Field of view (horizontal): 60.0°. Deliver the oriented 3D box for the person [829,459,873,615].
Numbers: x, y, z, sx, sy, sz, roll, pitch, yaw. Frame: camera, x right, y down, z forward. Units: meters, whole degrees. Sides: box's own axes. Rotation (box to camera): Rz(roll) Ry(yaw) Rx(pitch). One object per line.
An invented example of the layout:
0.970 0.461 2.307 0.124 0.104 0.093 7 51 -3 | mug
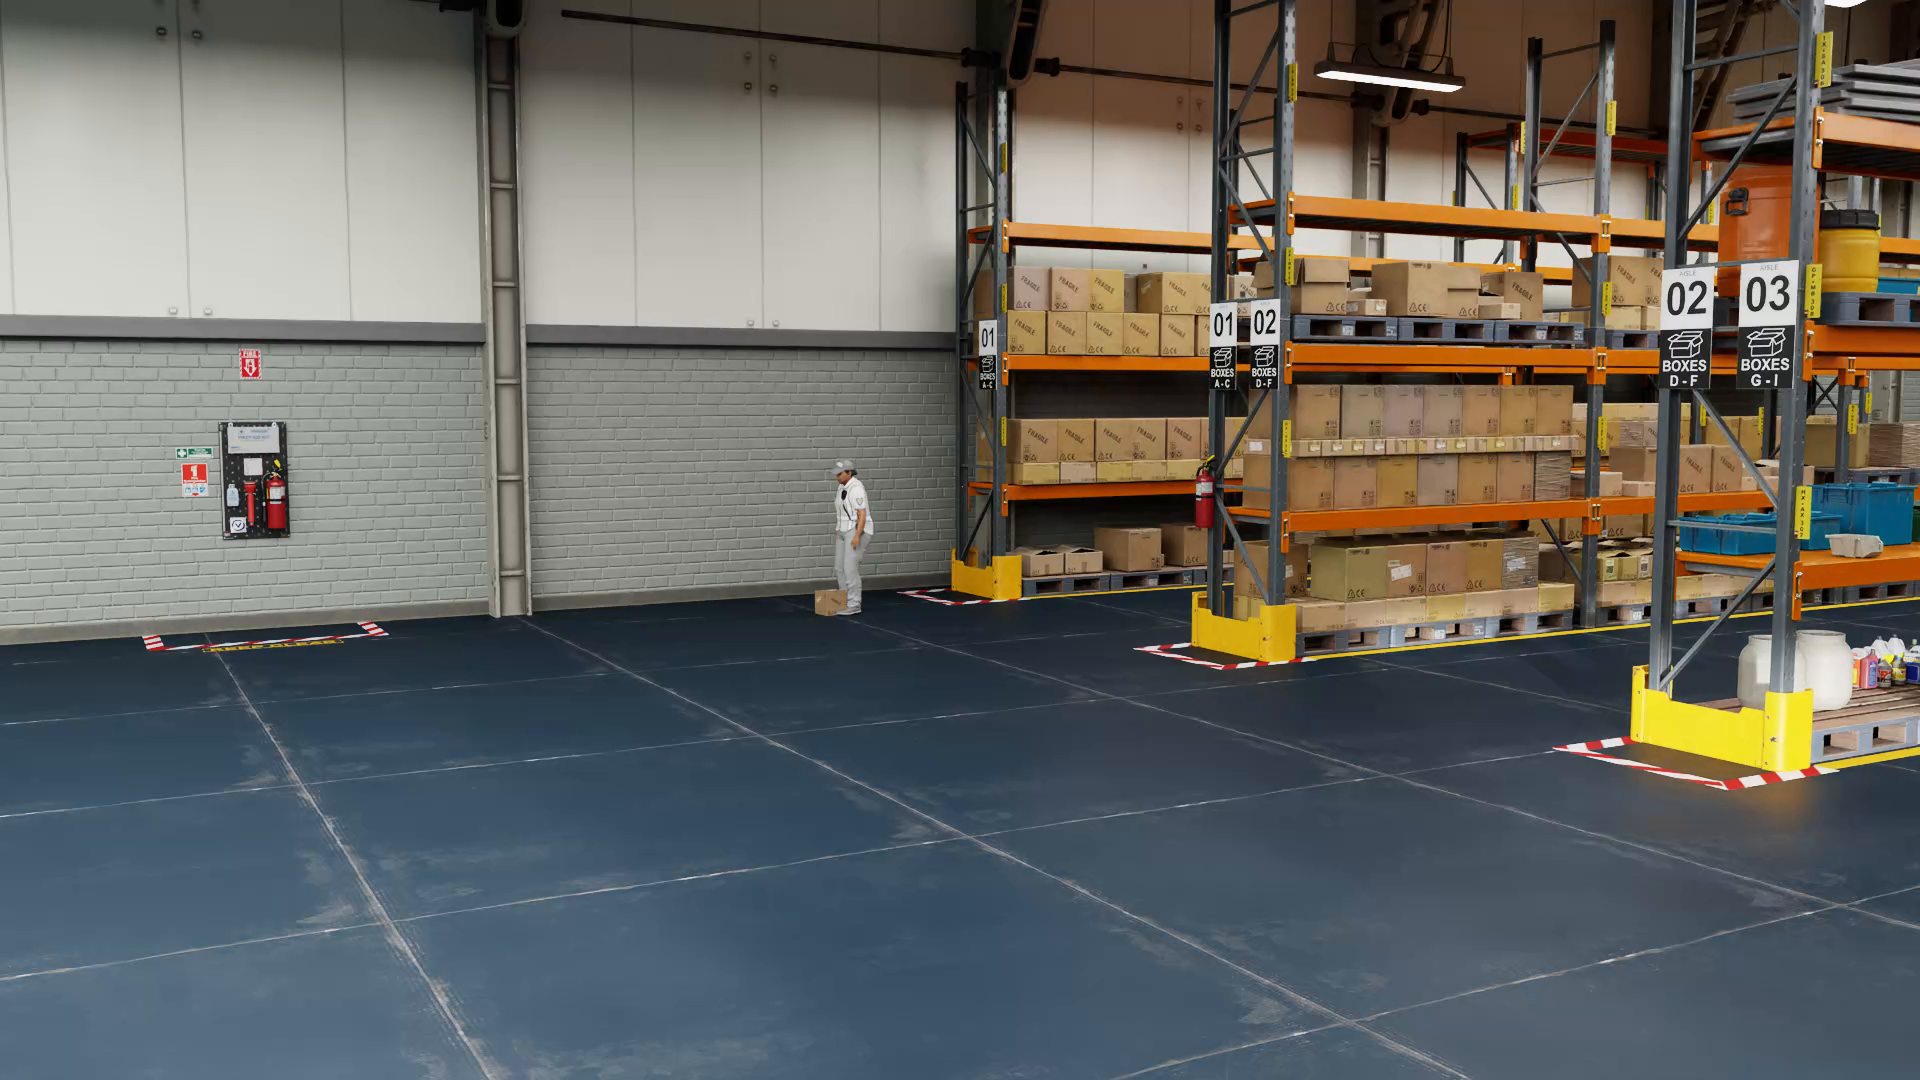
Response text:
-1.197 -0.042 17.927 0.467 1.667 0.540 -3 6 -29 | person
